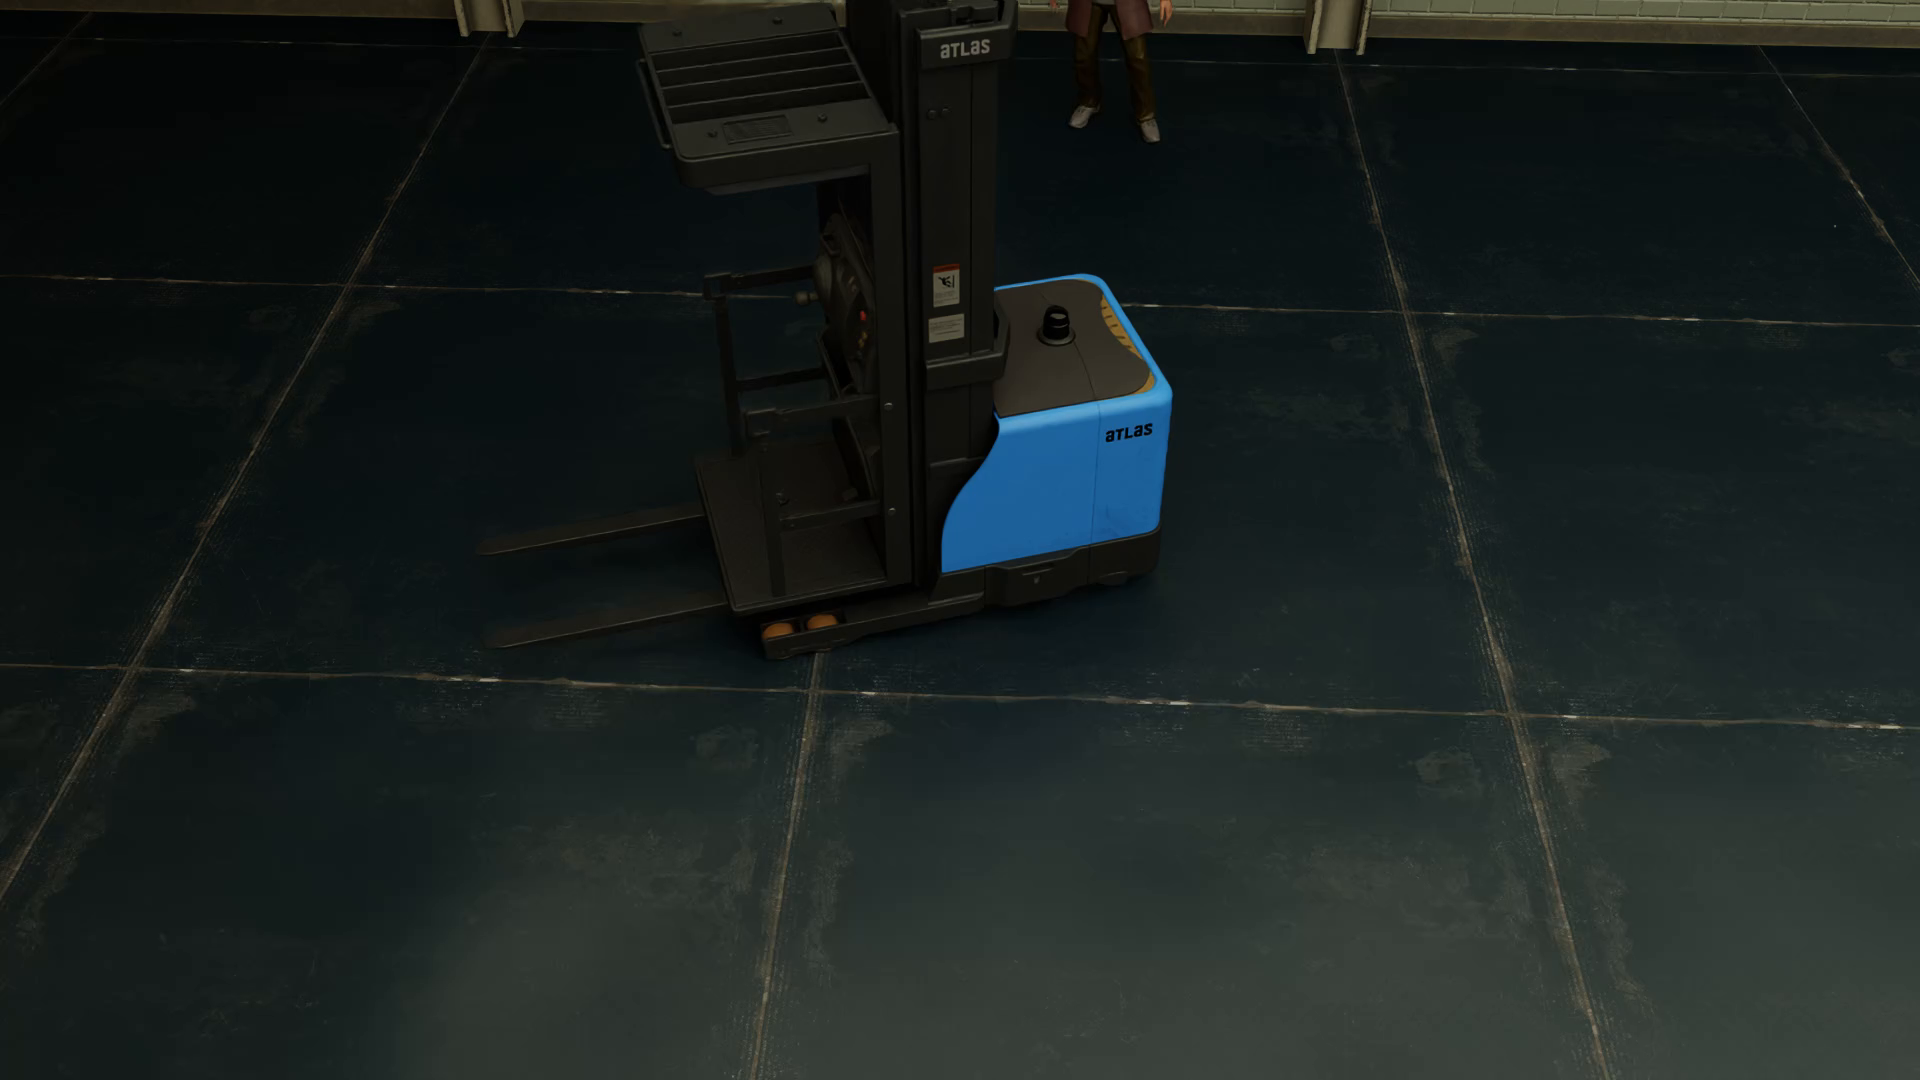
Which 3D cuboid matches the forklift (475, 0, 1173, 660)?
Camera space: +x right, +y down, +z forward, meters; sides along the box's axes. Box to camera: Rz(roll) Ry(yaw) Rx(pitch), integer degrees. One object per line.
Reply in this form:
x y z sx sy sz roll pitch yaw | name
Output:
-0.656 -0.954 6.787 3.031 2.935 1.130 -11 44 -12 | forklift

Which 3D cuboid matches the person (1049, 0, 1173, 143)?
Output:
0.926 -3.382 10.324 0.838 1.751 0.436 10 43 11 | person
